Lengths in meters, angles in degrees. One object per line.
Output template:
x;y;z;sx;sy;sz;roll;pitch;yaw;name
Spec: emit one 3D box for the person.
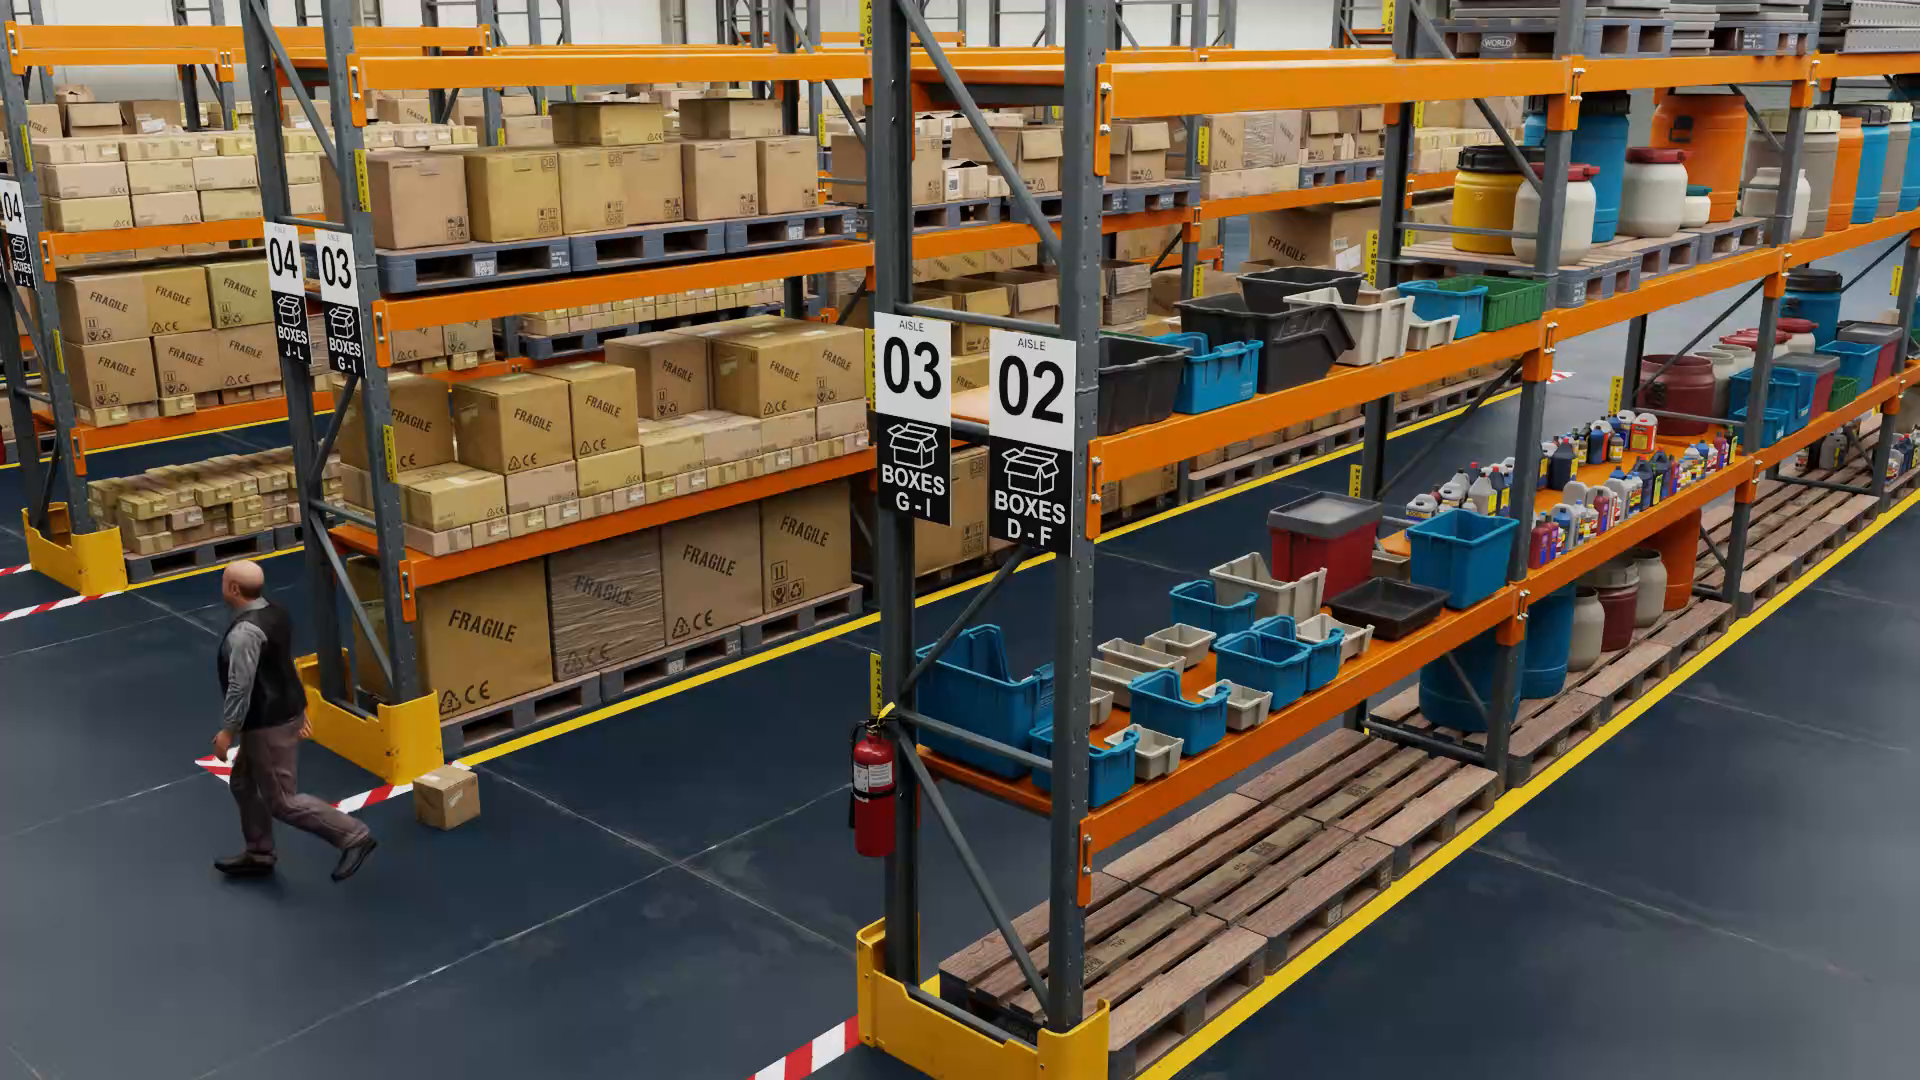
-3.470;0.938;8.497;0.870;1.696;0.621;-2;17;-7;person
